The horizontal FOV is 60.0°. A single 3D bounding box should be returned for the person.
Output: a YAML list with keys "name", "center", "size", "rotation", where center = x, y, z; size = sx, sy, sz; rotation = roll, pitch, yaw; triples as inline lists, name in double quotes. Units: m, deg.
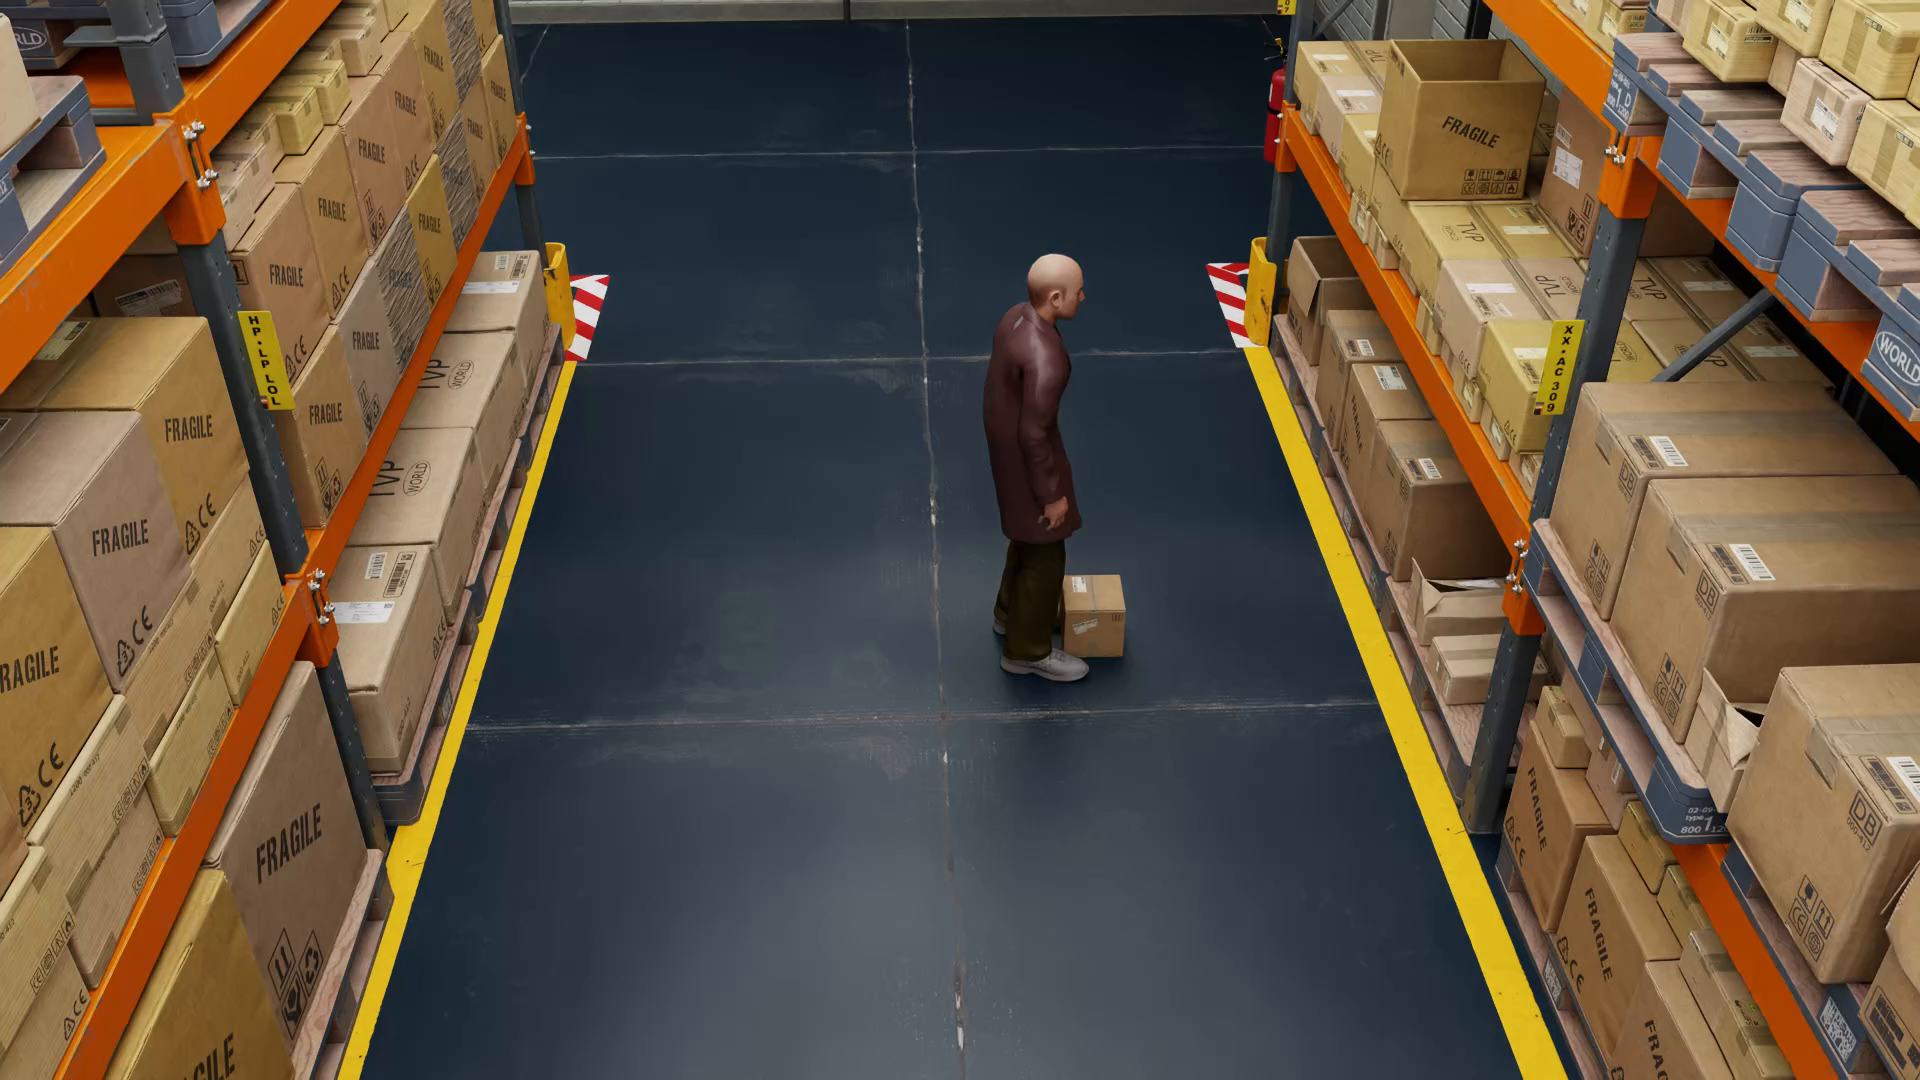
- name: "person"
  center: [0.307, -0.298, 6.589]
  size: [0.429, 1.772, 0.645]
  rotation: [-3, 35, -5]
